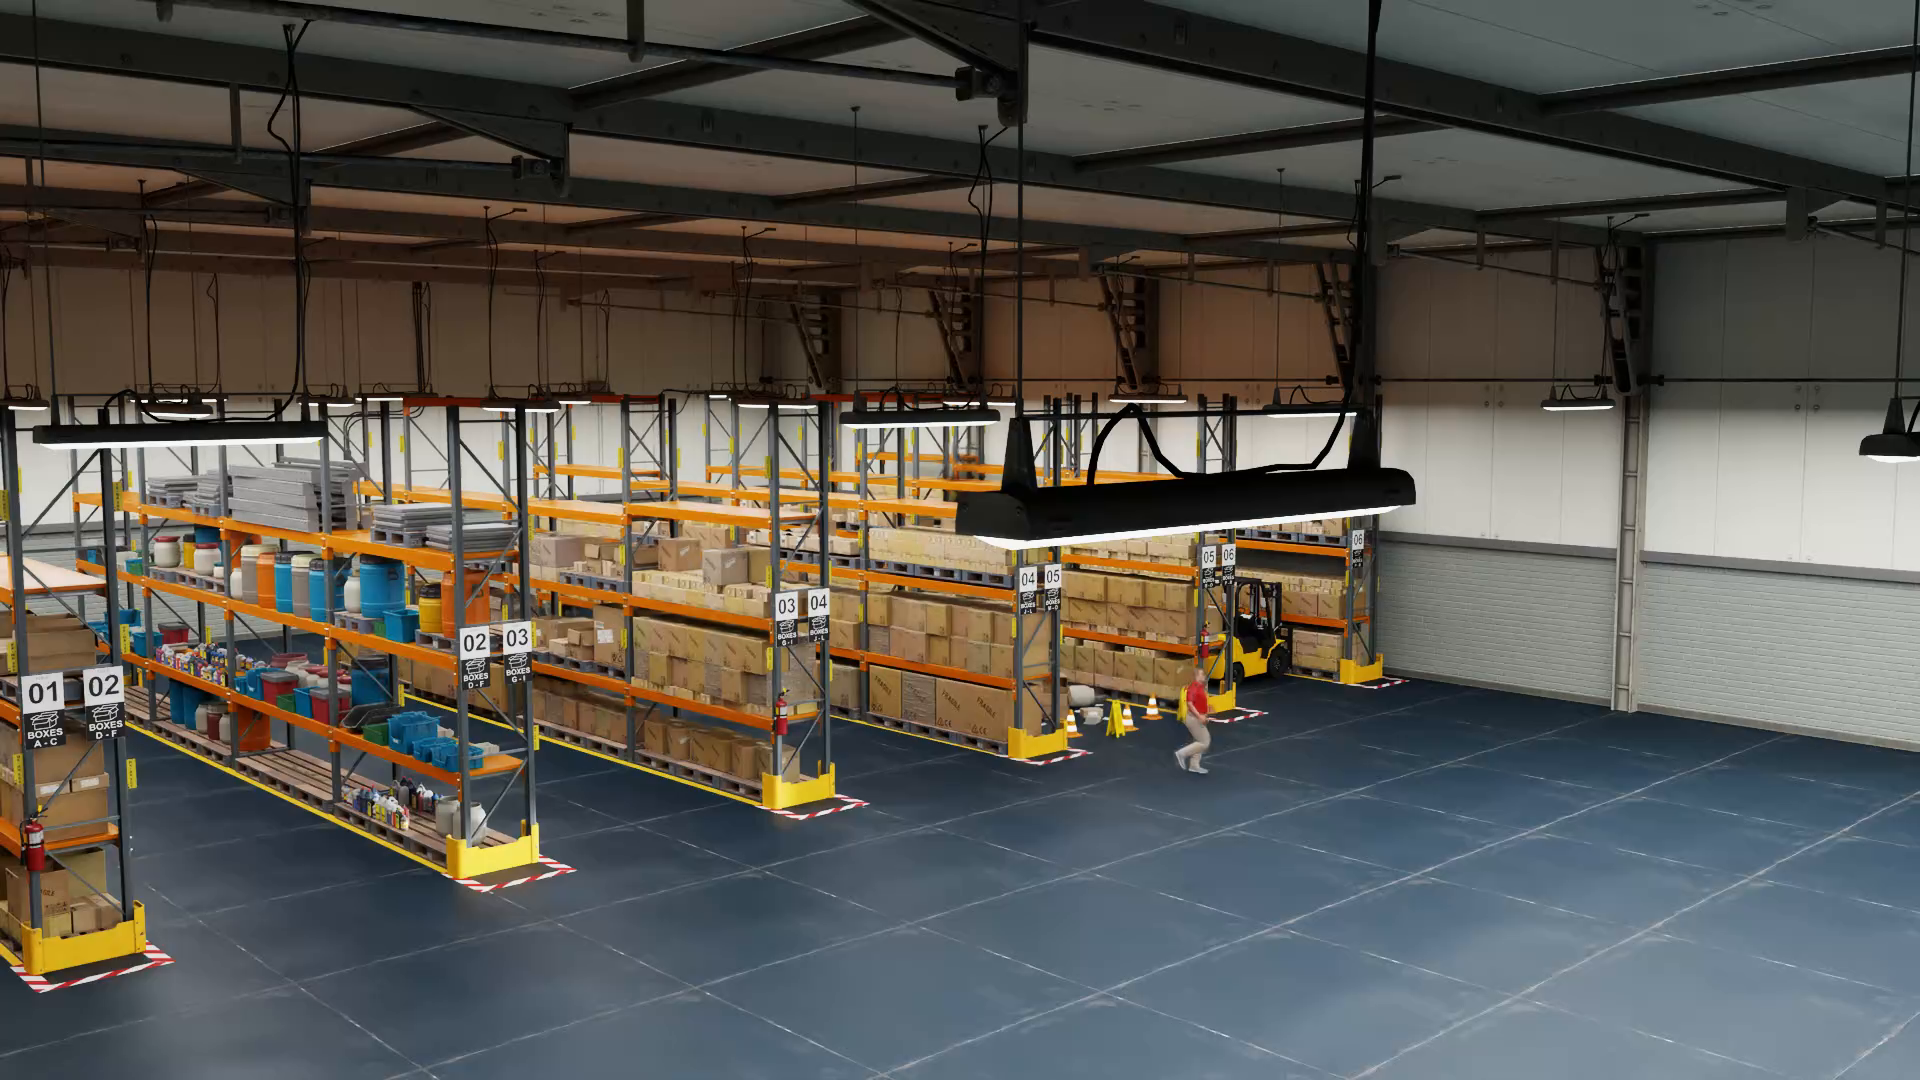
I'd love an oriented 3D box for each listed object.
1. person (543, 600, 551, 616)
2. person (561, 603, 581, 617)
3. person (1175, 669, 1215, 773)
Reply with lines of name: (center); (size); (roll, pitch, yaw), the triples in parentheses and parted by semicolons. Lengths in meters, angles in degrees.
person: (-10.011, 1.538, 41.129); (0.579, 1.677, 0.643); (-5, 8, -44)
person: (-9.686, 1.602, 41.237); (0.780, 1.612, 0.764); (1, 6, 11)
person: (3.791, 2.910, 26.795); (0.647, 1.701, 0.653); (1, 6, 5)
